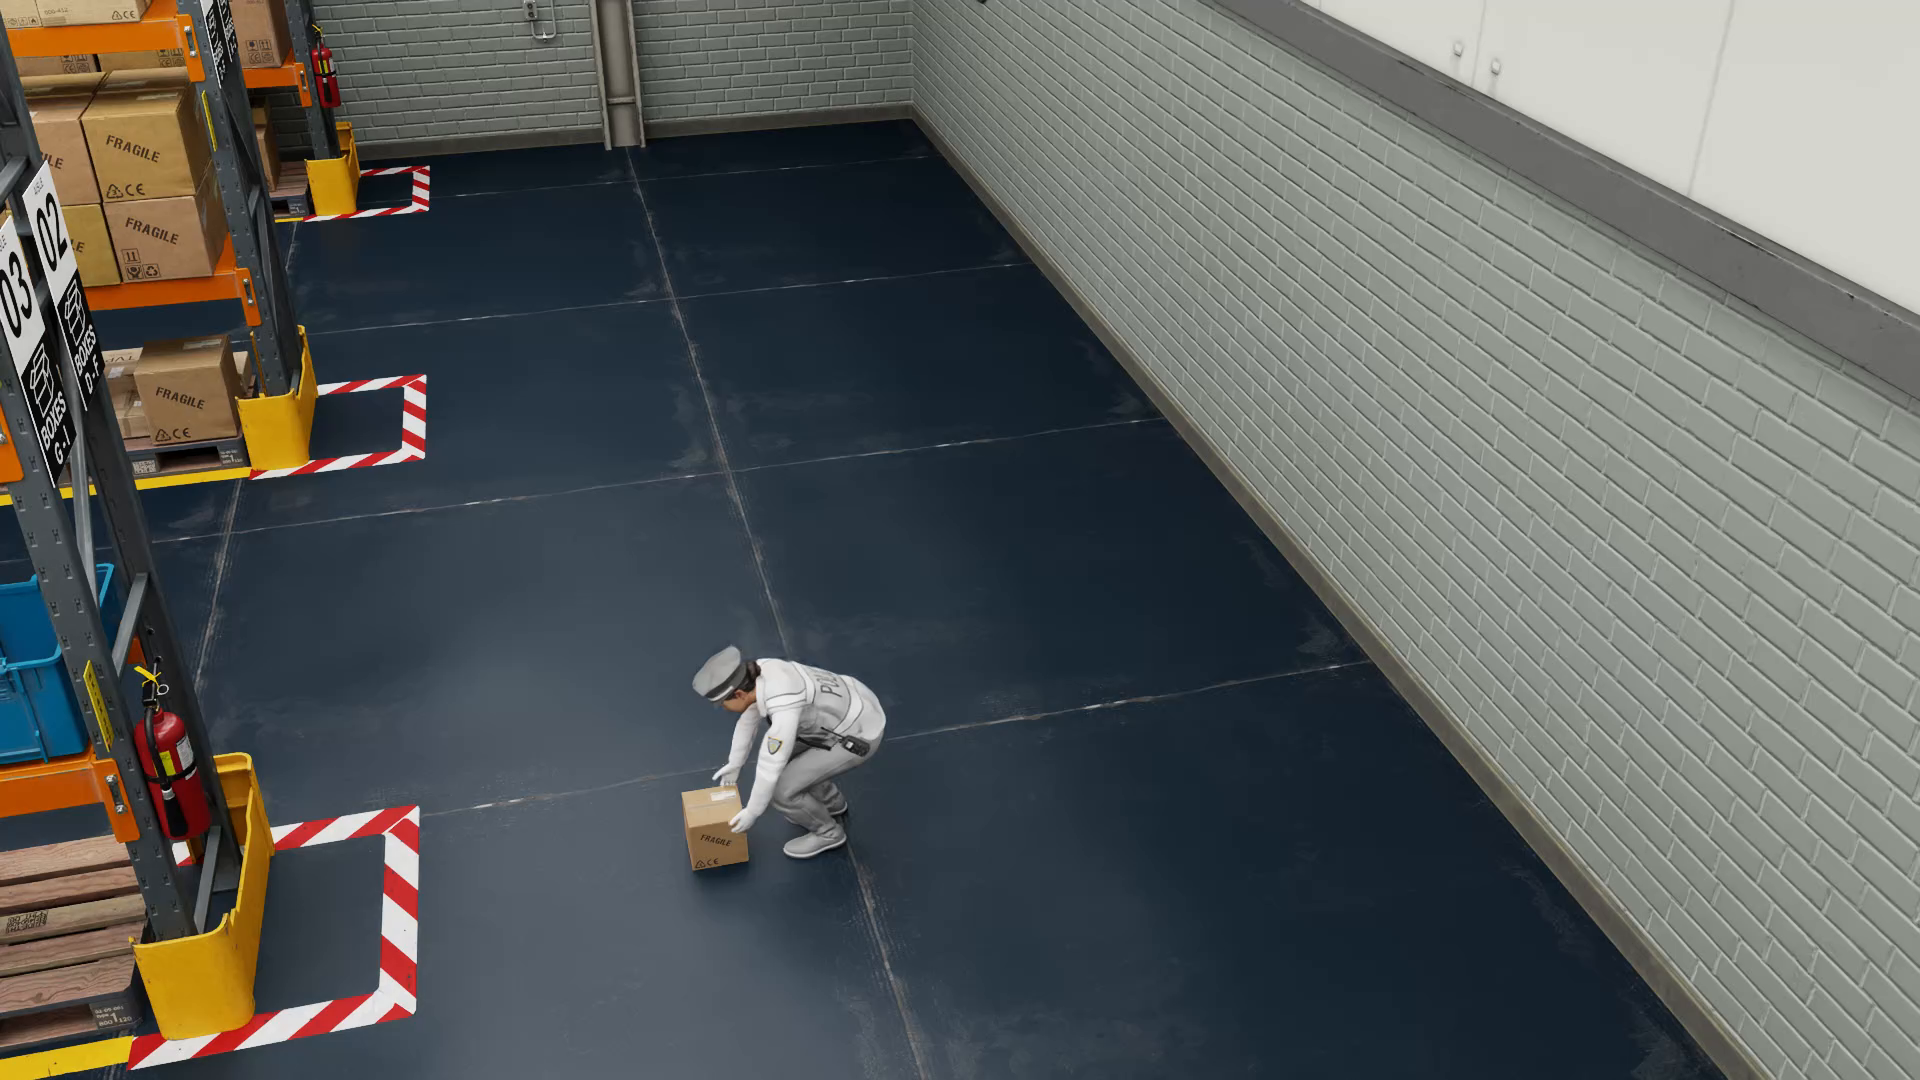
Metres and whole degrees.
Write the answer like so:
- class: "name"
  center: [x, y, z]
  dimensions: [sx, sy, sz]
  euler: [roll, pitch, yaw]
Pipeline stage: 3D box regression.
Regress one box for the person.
- class: "person"
  center: [-0.731, 0.901, 7.287]
  dimensions: [0.826, 1.075, 0.505]
  euler: [-8, 31, -13]
